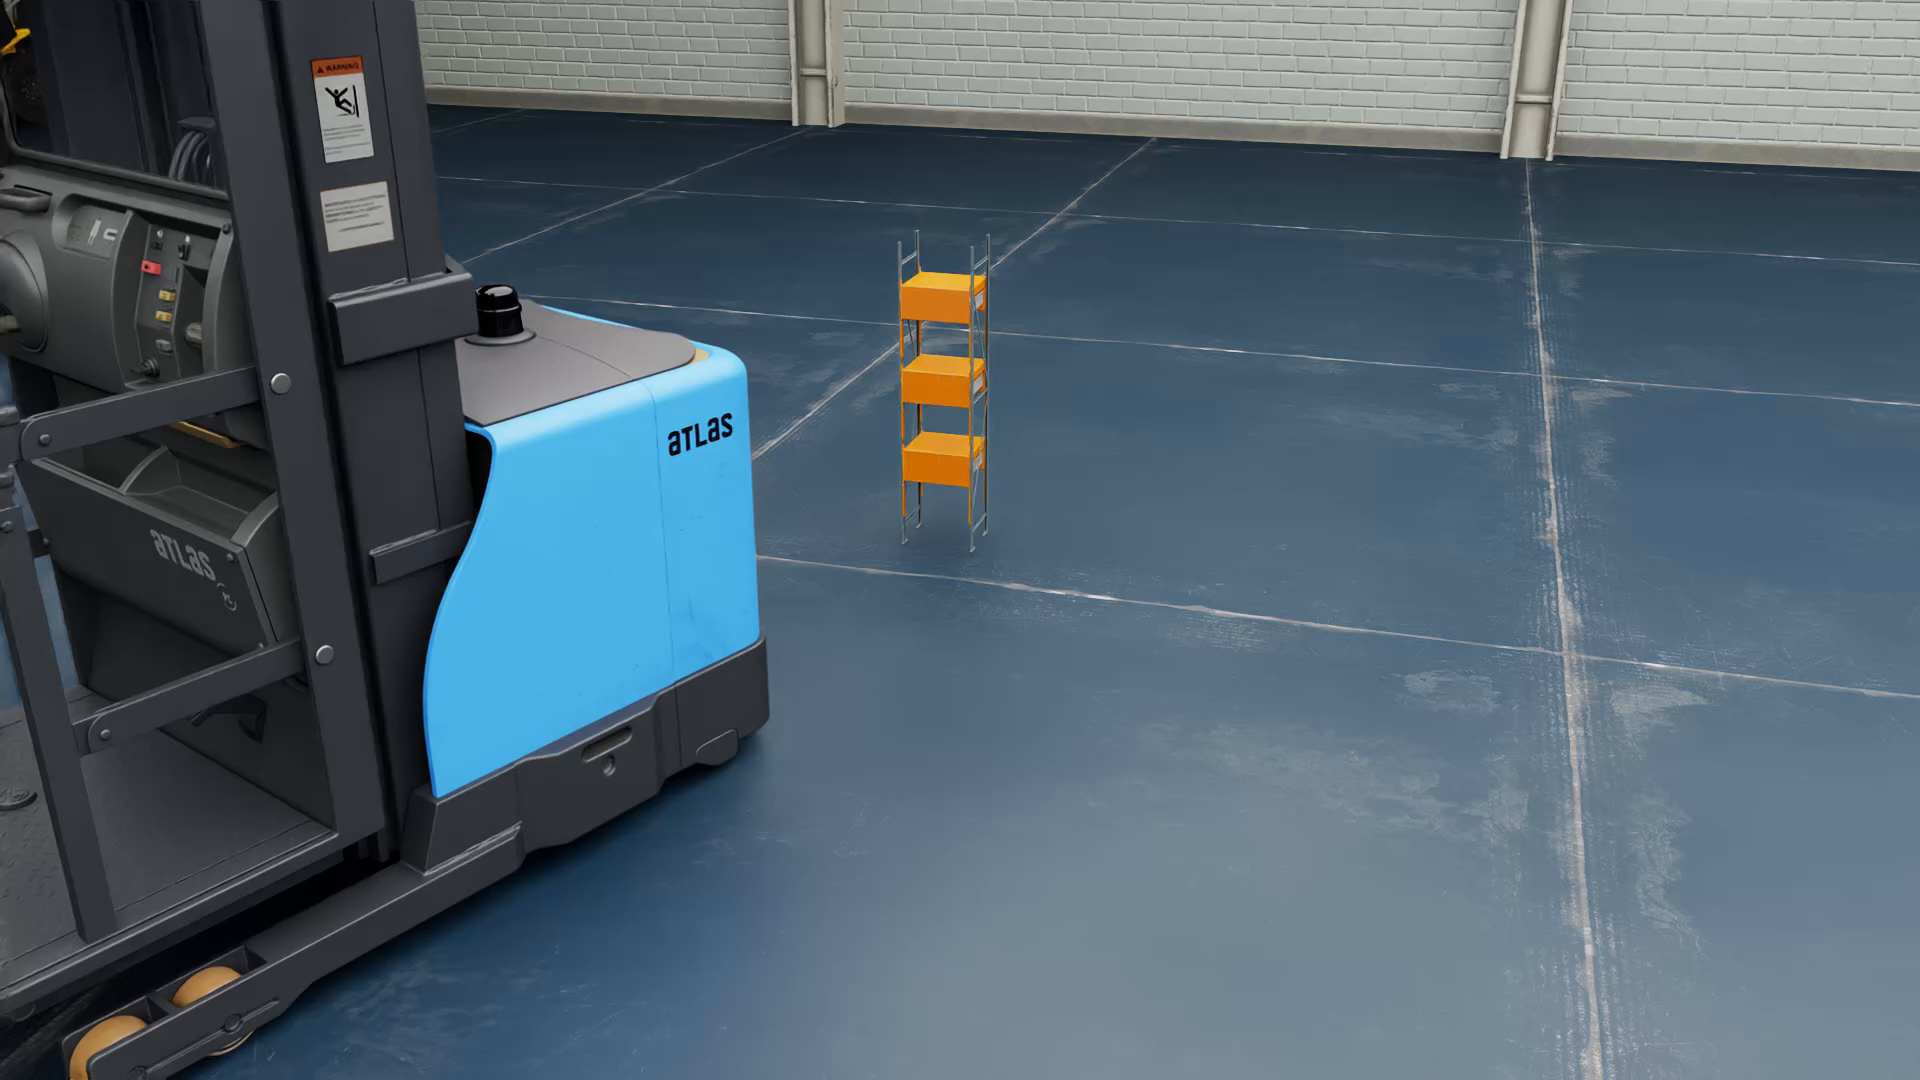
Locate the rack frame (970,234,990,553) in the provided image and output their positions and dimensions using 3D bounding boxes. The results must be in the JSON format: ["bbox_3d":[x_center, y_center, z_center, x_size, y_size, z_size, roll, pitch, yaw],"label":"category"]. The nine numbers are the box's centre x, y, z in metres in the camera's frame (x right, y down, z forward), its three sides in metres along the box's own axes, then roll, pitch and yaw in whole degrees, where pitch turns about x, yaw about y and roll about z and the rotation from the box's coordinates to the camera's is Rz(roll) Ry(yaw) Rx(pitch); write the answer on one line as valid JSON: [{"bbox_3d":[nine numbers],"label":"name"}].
[{"bbox_3d":[0.066,-0.478,5.552,0.008,1.050,0.200,7,23,16],"label":"rack frame"}]

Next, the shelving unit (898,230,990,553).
[{"bbox_3d":[-0.051,-0.492,5.585,0.252,1.050,0.215,7,23,16],"label":"shelving unit"}]

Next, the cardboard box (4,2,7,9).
[{"bbox_3d":[-8.582,-4.830,15.345,0.500,0.250,0.500,6,23,14],"label":"cardboard box"}]

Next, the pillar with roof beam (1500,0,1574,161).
[{"bbox_3d":[3.247,-5.644,7.672,0.400,9.000,9.100,7,23,16],"label":"pillar with roof beam"}]

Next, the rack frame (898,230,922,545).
[{"bbox_3d":[-0.168,-0.505,5.618,0.008,1.050,0.200,7,23,16],"label":"rack frame"}]

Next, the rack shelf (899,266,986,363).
[{"bbox_3d":[-0.051,-0.744,5.481,0.240,0.259,0.215,7,23,16],"label":"rack shelf"}]

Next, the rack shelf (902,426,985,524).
[{"bbox_3d":[-0.051,-0.225,5.695,0.240,0.259,0.215,7,23,16],"label":"rack shelf"}]

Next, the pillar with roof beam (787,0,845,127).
[{"bbox_3d":[-2.497,-6.302,9.276,0.400,9.000,9.100,7,23,16],"label":"pillar with roof beam"}]

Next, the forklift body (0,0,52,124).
[{"bbox_3d":[-8.934,-4.497,13.898,1.214,2.155,2.313,7,23,16],"label":"forklift body"}]

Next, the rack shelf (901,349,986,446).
[{"bbox_3d":[-0.051,-0.482,5.589,0.240,0.259,0.215,7,23,16],"label":"rack shelf"}]

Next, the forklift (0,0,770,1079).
[{"bbox_3d":[-1.810,-0.493,3.111,1.130,2.935,3.031,16,27,35],"label":"forklift"}]
